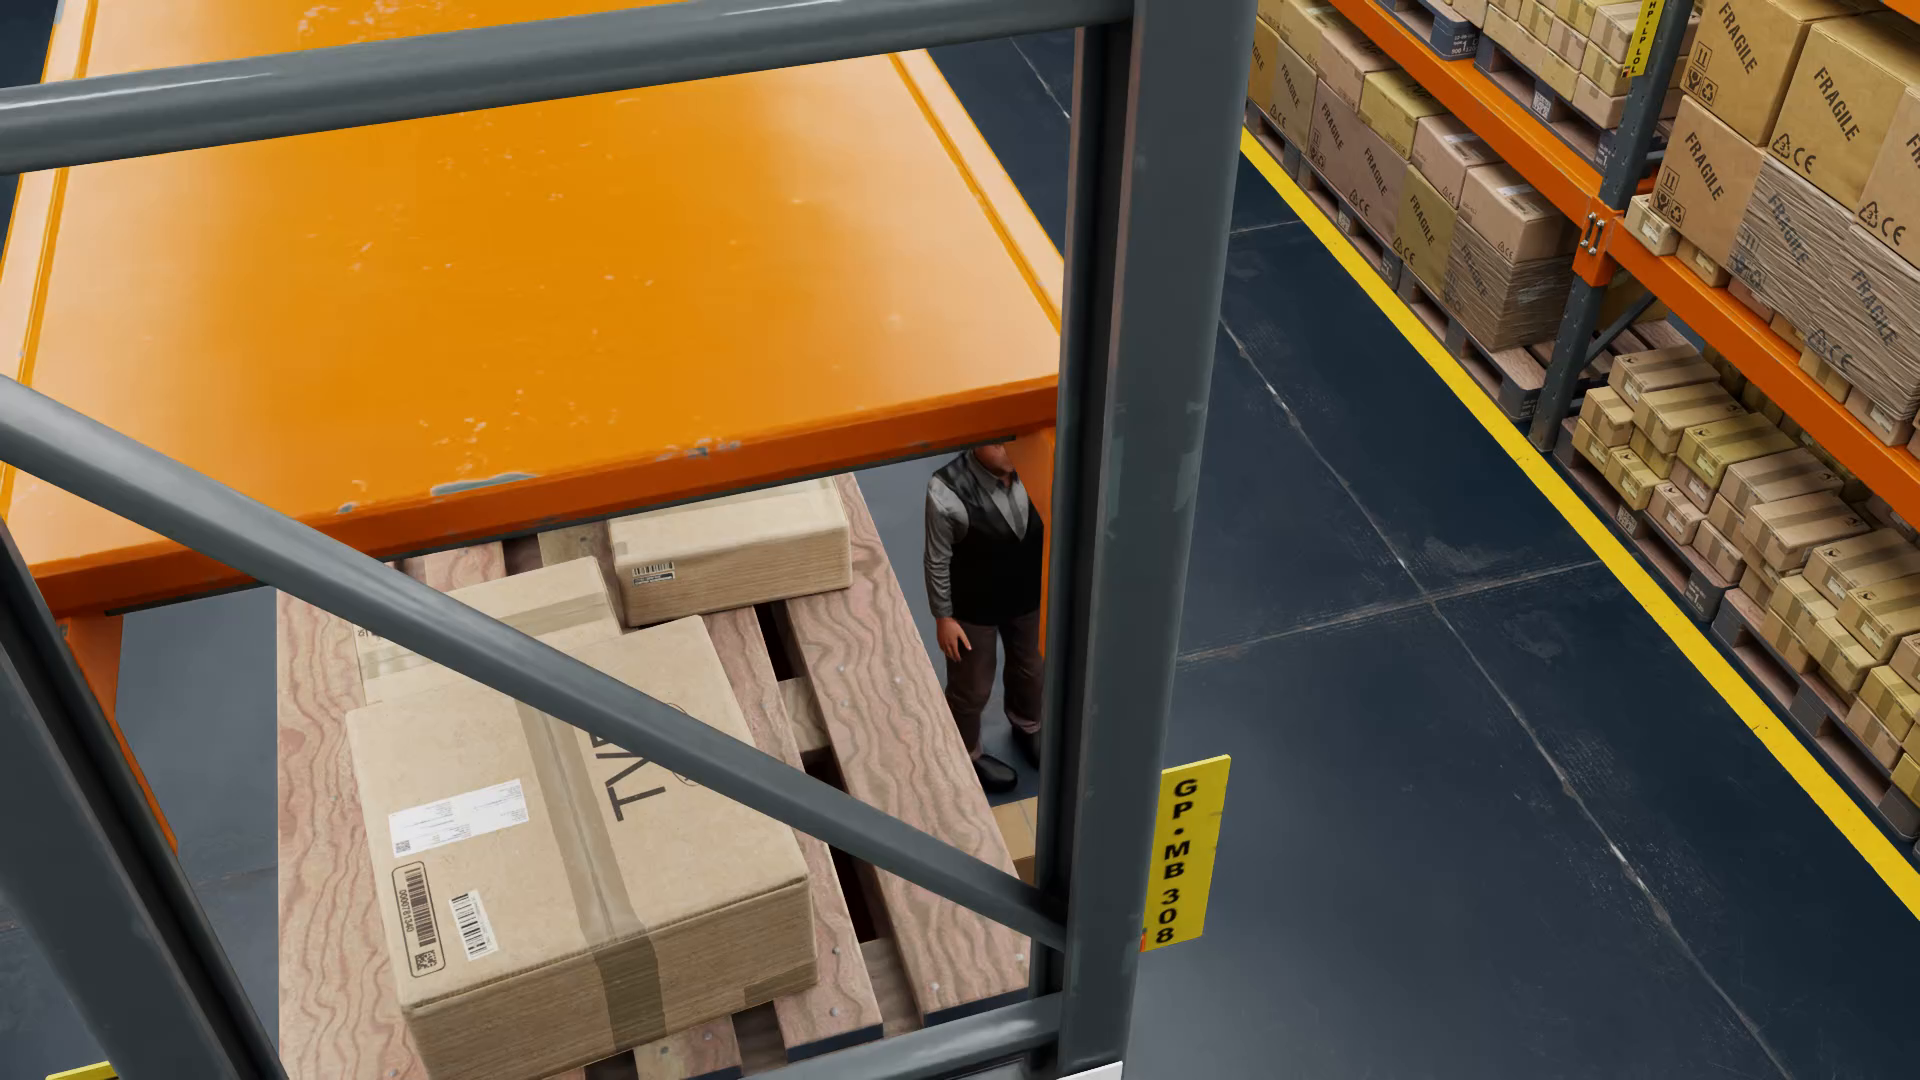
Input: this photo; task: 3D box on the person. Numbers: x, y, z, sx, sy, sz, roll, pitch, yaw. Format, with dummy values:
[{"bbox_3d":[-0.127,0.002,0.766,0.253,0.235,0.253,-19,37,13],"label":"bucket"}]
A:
[{"bbox_3d":[0.138,0.214,5.918,0.549,1.730,0.393,-22,46,-23],"label":"person"}]
